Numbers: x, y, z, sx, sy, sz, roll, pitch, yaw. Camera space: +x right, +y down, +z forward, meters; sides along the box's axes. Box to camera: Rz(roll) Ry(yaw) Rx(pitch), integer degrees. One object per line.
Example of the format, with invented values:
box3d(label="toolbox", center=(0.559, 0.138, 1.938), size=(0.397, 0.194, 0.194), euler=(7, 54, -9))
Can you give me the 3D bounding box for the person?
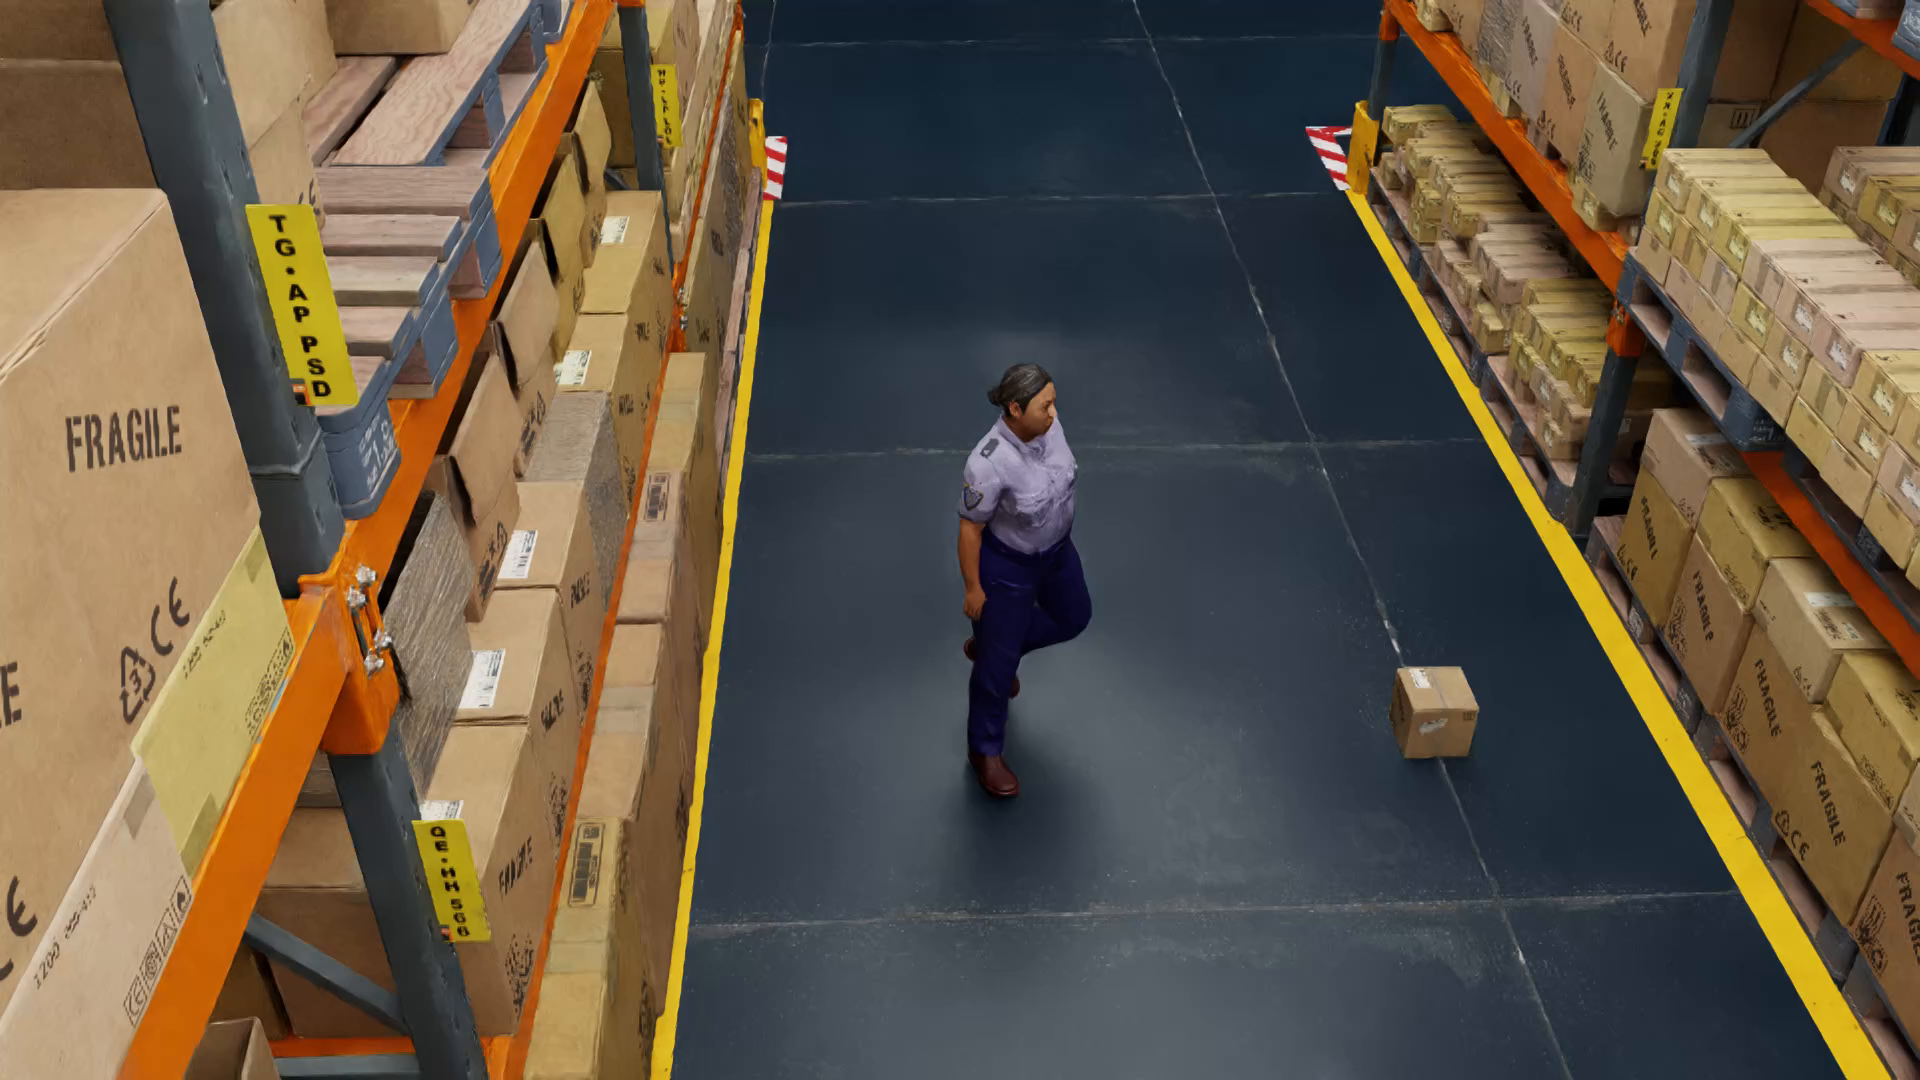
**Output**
box3d(label="person", center=(0.167, 0.089, 6.018), size=(0.495, 1.632, 0.606), euler=(24, 42, 29))
